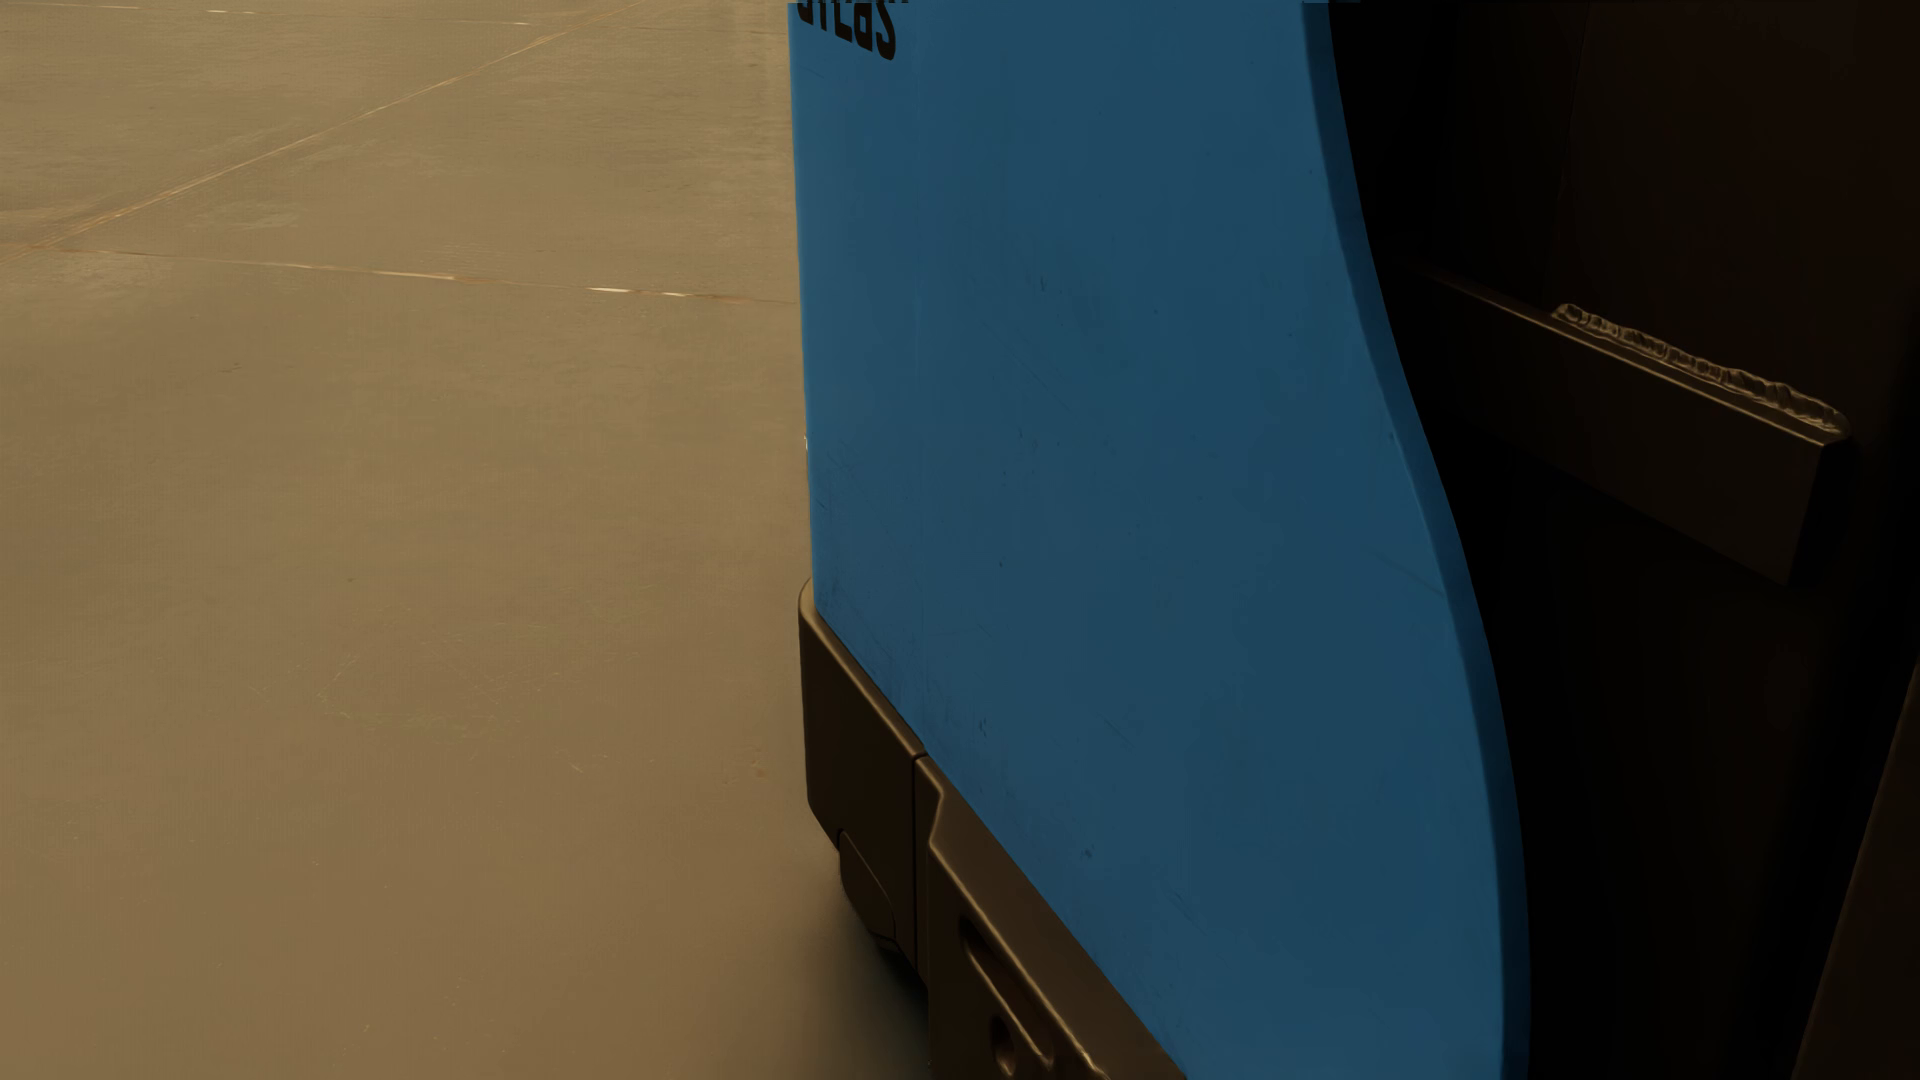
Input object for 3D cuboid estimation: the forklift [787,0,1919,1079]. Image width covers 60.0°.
[{"bbox_3d":[0.916,-0.479,0.195,1.130,2.935,3.031,-12,29,-22],"label":"forklift"}]
